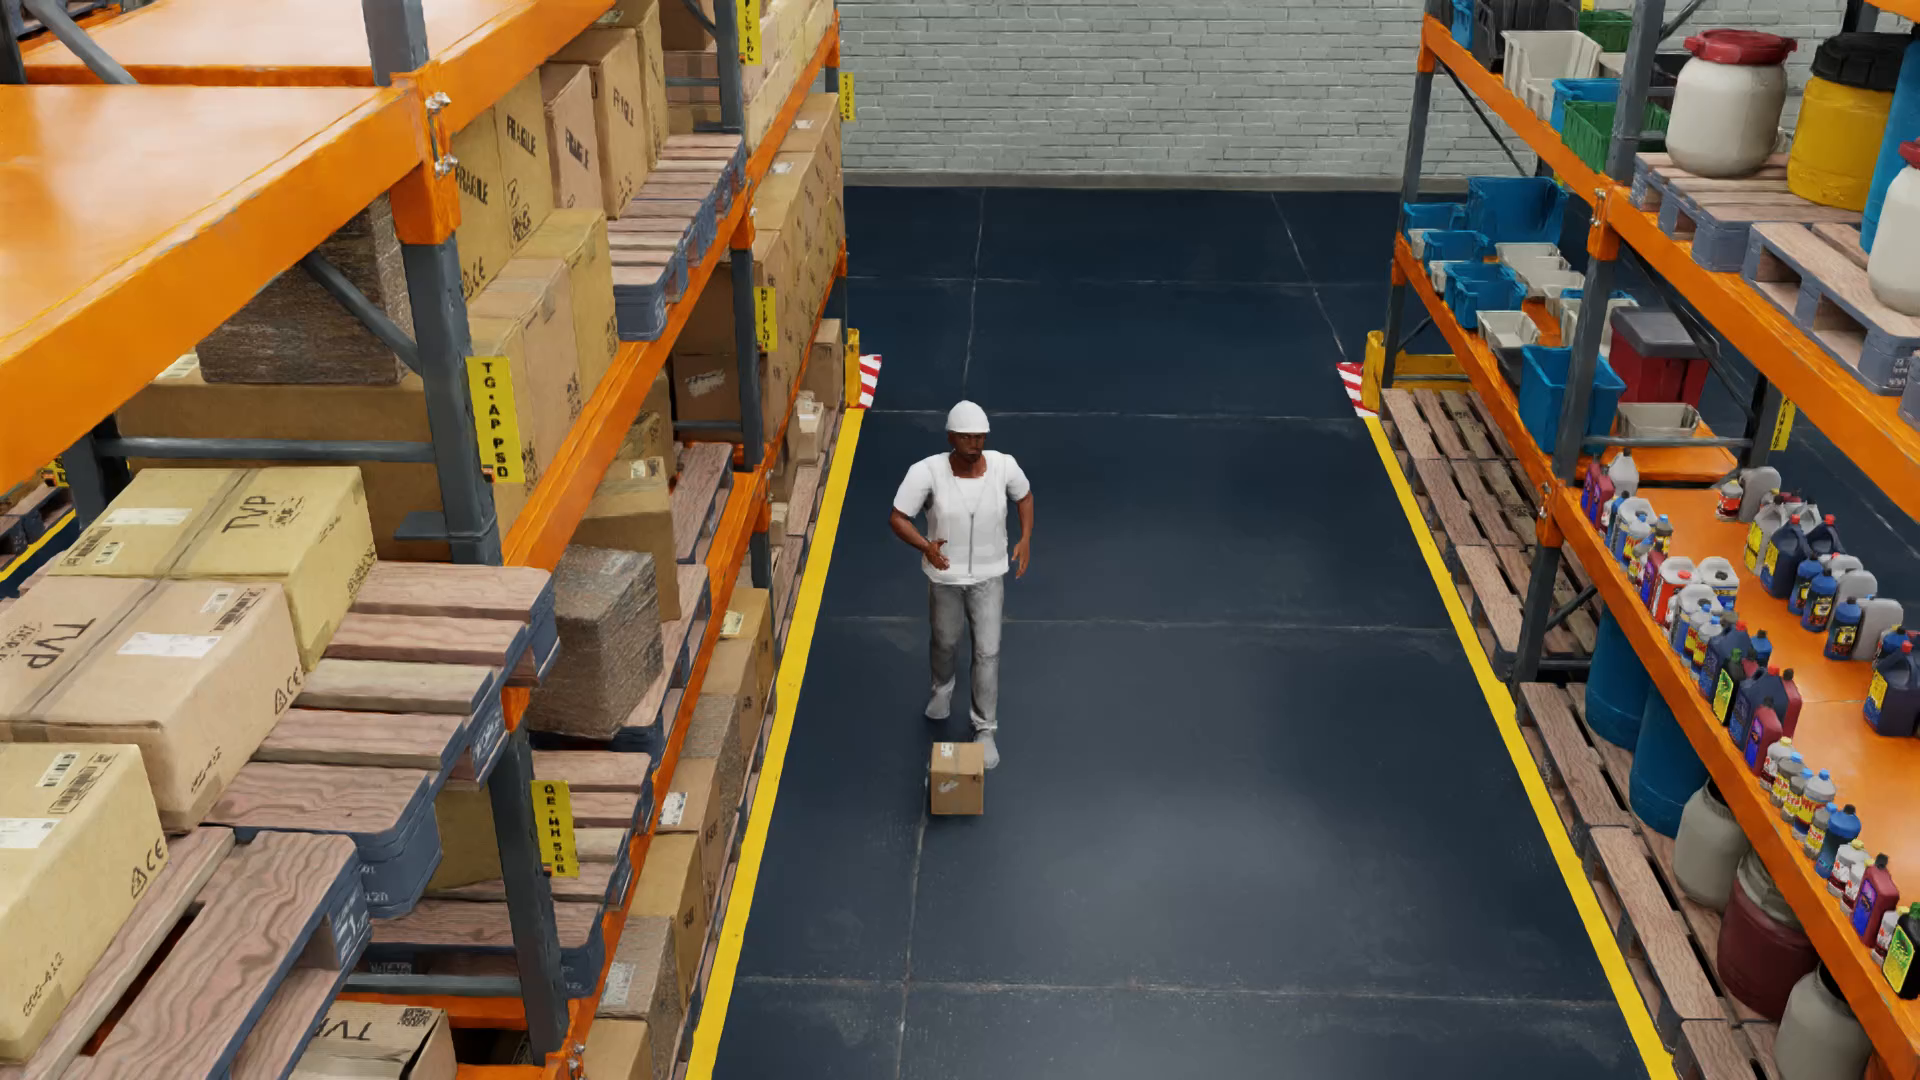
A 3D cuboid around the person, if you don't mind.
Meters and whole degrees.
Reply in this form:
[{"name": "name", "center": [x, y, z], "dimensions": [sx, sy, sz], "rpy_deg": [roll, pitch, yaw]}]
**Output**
[{"name": "person", "center": [0.045, 0.207, 8.195], "dimensions": [0.750, 1.765, 0.740], "rpy_deg": [-4, 28, -8]}]
